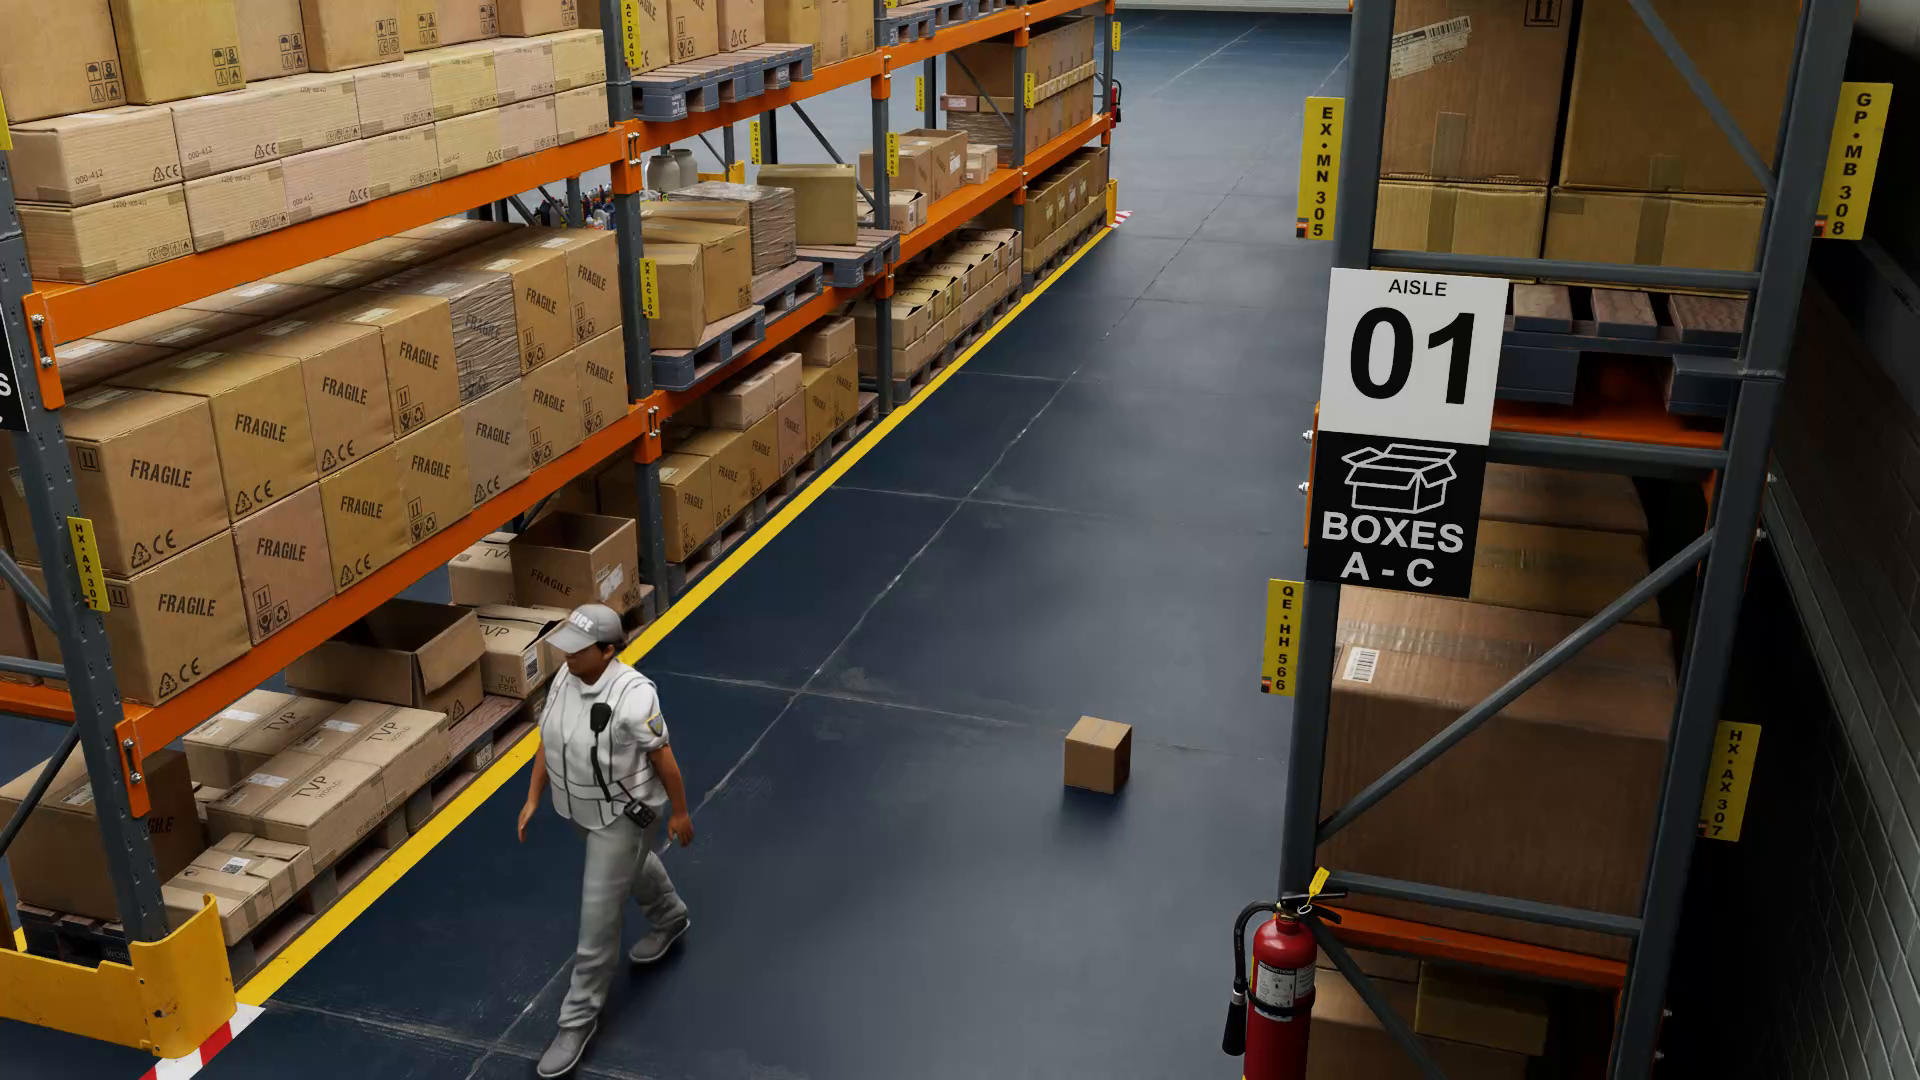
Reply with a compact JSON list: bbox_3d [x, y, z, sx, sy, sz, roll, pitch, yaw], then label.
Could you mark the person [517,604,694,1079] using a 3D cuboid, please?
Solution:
[{"bbox_3d":[-1.343,1.005,6.102,0.527,1.633,0.934,17,27,35],"label":"person"}]
